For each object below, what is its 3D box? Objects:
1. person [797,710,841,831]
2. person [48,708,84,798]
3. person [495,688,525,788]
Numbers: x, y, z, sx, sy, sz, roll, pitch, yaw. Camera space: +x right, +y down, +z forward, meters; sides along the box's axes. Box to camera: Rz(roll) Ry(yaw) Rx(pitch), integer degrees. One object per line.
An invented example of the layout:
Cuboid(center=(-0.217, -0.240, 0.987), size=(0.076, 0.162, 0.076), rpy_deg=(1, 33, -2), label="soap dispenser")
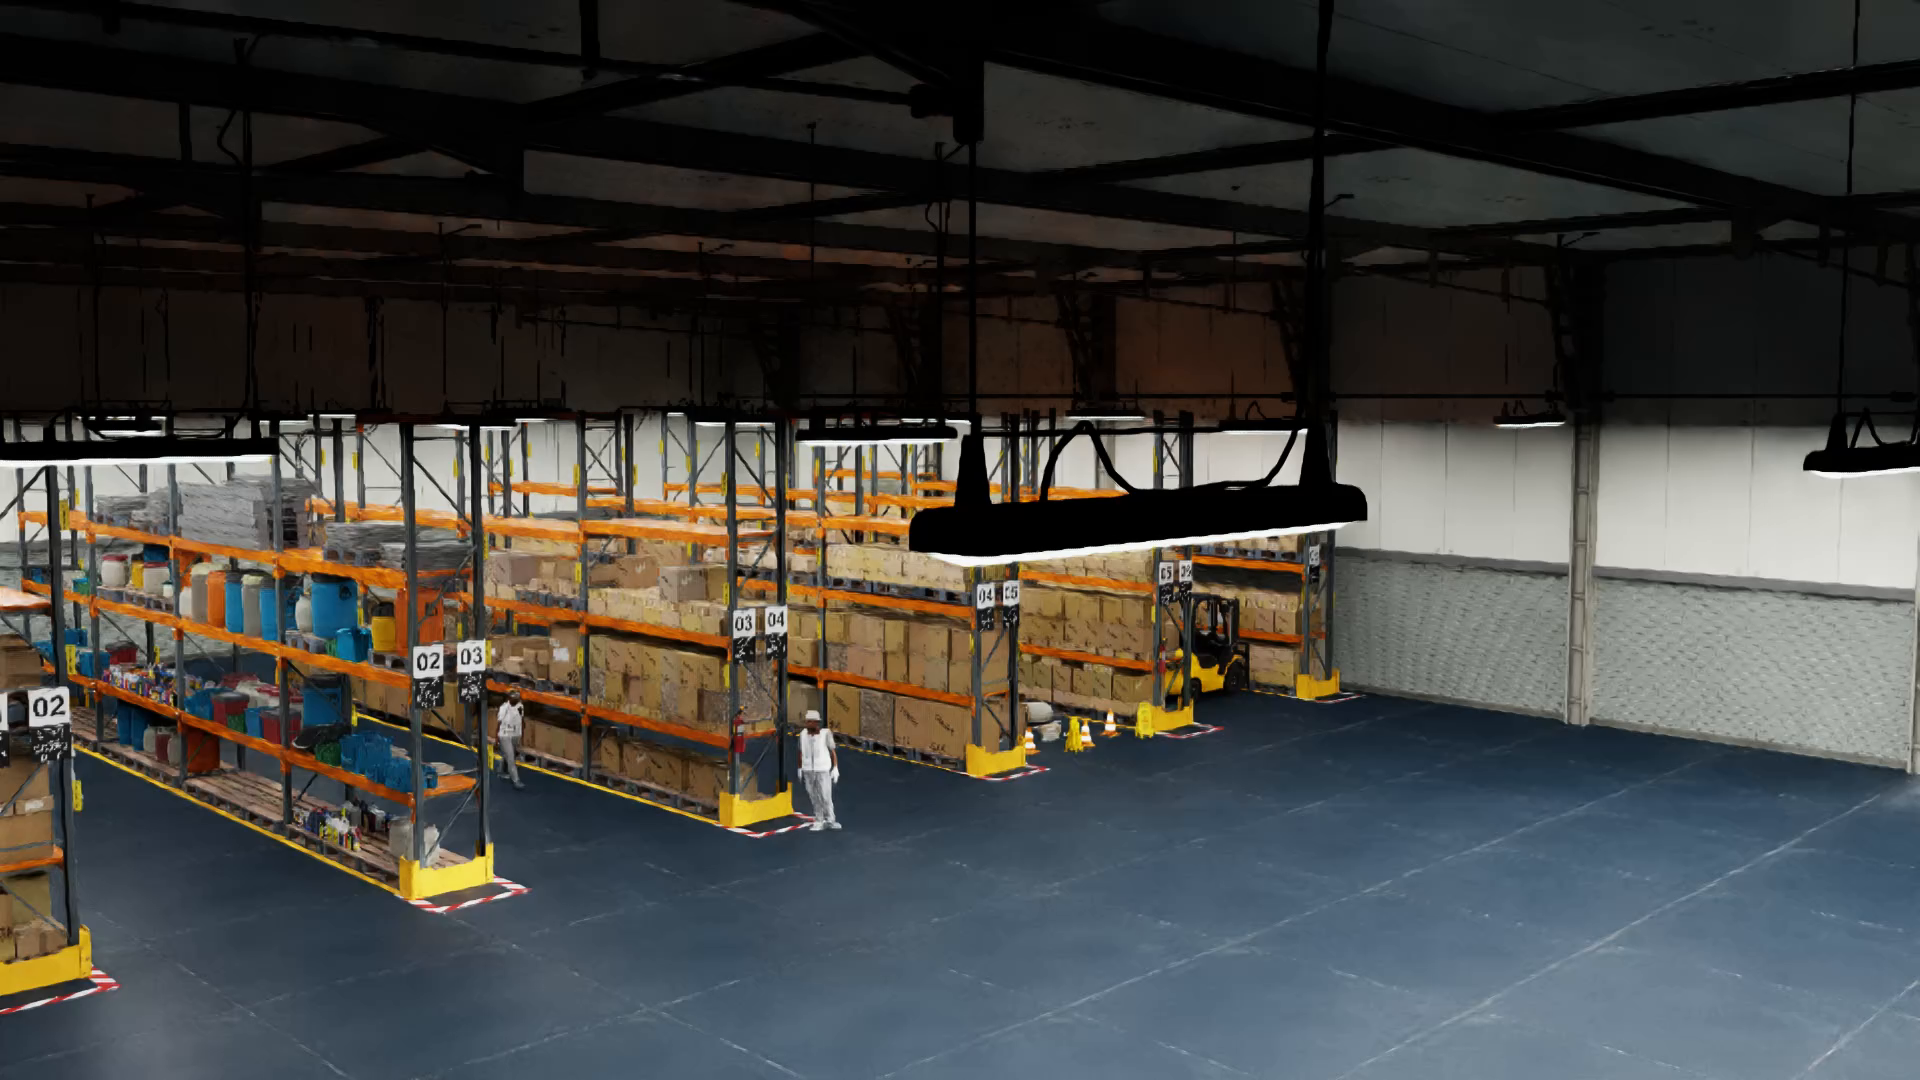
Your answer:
Cuboid(center=(-2.051, 3.338, 24.132), size=(0.652, 1.780, 0.398), rpy_deg=(1, 5, 13), label="person")
Cuboid(center=(-14.176, 3.203, 26.050), size=(0.598, 1.698, 1.194), rpy_deg=(-5, 7, -43), label="person")
Cuboid(center=(-7.278, 3.175, 27.029), size=(1.091, 1.587, 0.445), rpy_deg=(5, 7, 43), label="person")
